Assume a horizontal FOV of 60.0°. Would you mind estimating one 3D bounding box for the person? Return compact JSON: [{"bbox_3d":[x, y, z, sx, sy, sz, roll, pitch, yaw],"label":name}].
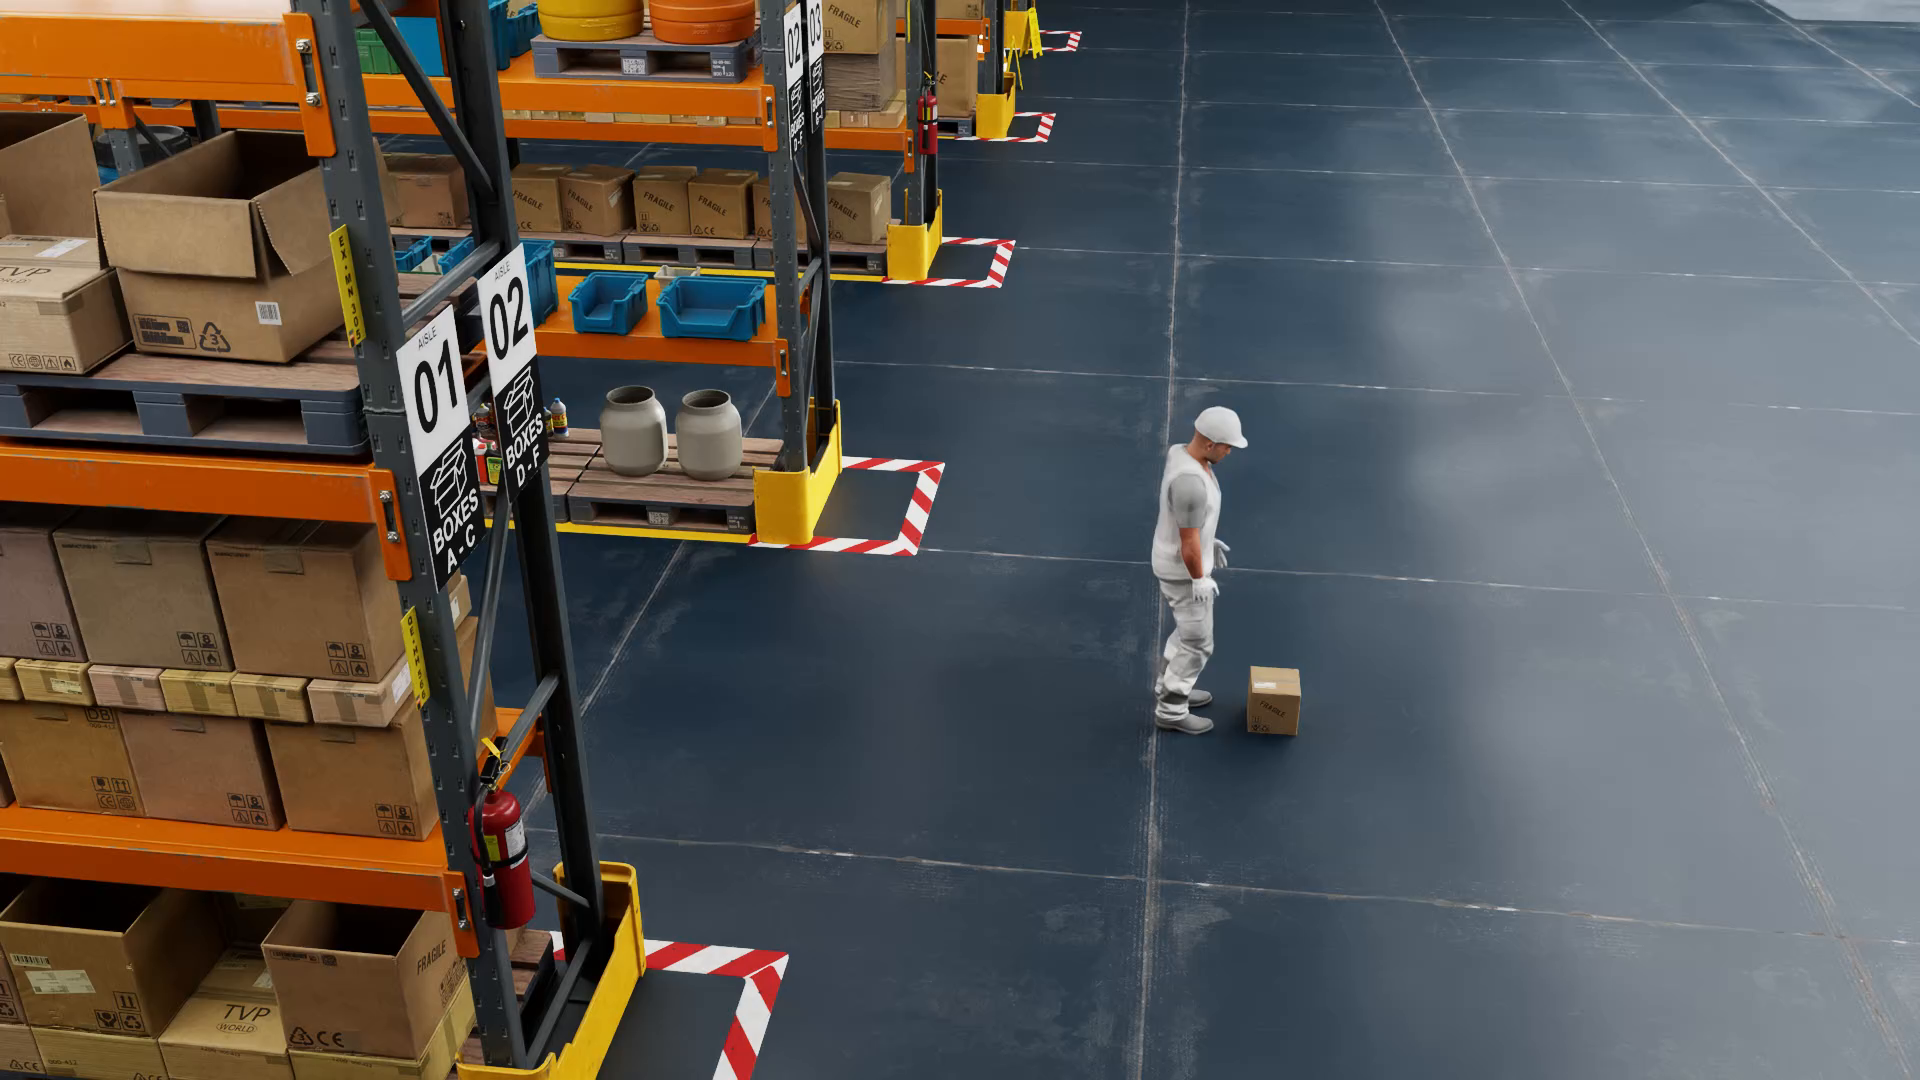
[{"bbox_3d":[1.179,0.133,8.388,0.427,1.750,0.536,4,28,7],"label":"person"}]
